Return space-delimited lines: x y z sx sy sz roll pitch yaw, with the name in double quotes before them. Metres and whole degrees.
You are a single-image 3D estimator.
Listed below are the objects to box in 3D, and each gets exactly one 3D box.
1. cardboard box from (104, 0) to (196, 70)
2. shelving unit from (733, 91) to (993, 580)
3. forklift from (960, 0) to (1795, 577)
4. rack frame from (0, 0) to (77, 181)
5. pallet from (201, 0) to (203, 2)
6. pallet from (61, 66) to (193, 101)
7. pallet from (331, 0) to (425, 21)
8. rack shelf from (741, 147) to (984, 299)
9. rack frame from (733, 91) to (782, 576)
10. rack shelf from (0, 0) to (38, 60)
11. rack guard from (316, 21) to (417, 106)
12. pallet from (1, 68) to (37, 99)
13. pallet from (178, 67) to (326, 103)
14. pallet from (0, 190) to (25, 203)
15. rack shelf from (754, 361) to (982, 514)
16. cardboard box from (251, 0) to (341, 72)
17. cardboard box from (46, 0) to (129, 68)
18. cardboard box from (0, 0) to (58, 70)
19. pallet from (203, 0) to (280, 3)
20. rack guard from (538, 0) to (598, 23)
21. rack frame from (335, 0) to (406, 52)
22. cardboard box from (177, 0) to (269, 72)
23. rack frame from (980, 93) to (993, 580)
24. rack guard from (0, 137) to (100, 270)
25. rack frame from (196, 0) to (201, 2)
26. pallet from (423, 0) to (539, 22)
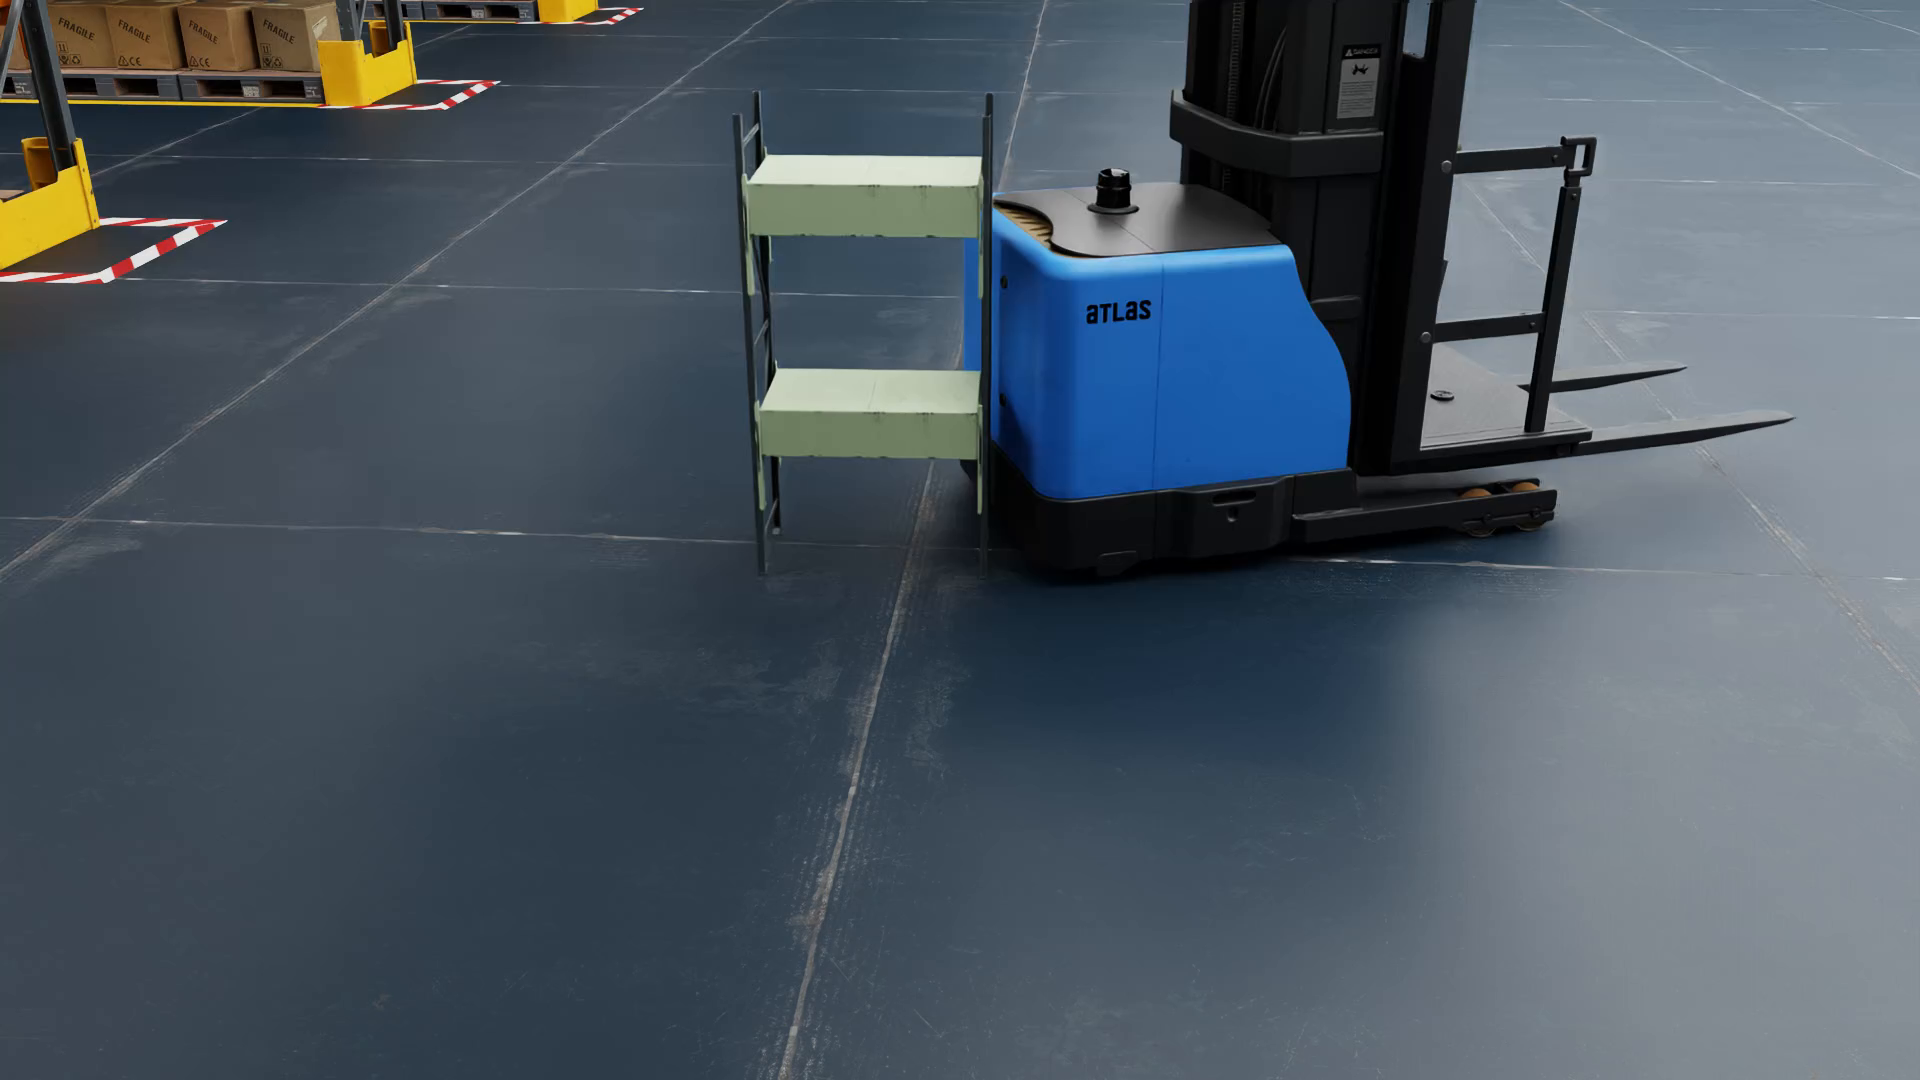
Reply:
"cardboard box" -6.638 -4.183 13.741 0.500 0.500 0.500 4 25 9
"shelving unit" -0.281 -0.640 5.347 0.755 1.500 0.431 1 25 2
"forklift" 1.575 -1.545 5.602 3.031 2.935 1.130 -7 26 -15
"rack frame" -5.175 -3.004 8.690 0.127 3.000 1.000 2 25 4
"pallet" -9.079 -5.987 18.509 1.213 0.211 1.003 2 25 4
"pallet" -6.892 -3.885 13.940 1.213 0.211 1.003 2 25 4
"pallet" -6.332 -5.899 18.317 1.213 0.211 1.003 2 25 4
"rack shelf" -0.281 -0.995 5.184 0.720 0.370 0.431 1 25 2
"rack frame" -0.647 -0.647 5.361 0.023 1.500 0.400 1 25 2
"rack shelf" -7.169 -2.741 8.980 4.000 0.370 1.077 2 25 4
"rack guard" -4.872 -3.935 13.704 0.348 0.500 1.175 2 25 4
"pallet" -8.112 -3.923 14.023 1.213 0.211 1.003 2 25 4
"pallet" -5.679 -3.845 13.853 1.213 0.211 1.003 2 25 4
"pallet" -6.064 -1.748 9.297 1.213 0.211 1.003 2 25 4
"rack shelf" -0.281 -0.344 5.483 0.720 0.370 0.431 1 25 2
"cardboard box" -5.417 -4.151 13.670 0.500 0.500 0.500 6 25 14
"cardboard box" -7.192 -4.220 13.820 0.500 0.500 0.500 0 25 -1
"cardboard box" -7.817 -4.207 13.792 0.500 0.500 0.500 10 27 21
"pallet" -7.551 -5.937 18.399 1.213 0.211 1.003 2 25 4
"rack guard" -4.291 -5.996 18.183 0.348 0.500 1.175 2 25 4
"rack frame" -4.796 -5.068 13.176 0.127 3.000 1.000 2 25 4
"cardboard box" -6.016 -4.155 13.680 0.500 0.500 0.500 8 26 18
"rack frame" 0.085 -0.634 5.333 0.023 1.500 0.400 1 25 2
"rack guard" -5.254 -1.851 9.175 0.348 0.500 1.175 2 25 4
"rack frame" -8.304 -7.260 17.940 0.127 3.000 1.000 2 25 4
"pallet" -5.119 -5.859 18.230 1.213 0.211 1.003 2 25 4
